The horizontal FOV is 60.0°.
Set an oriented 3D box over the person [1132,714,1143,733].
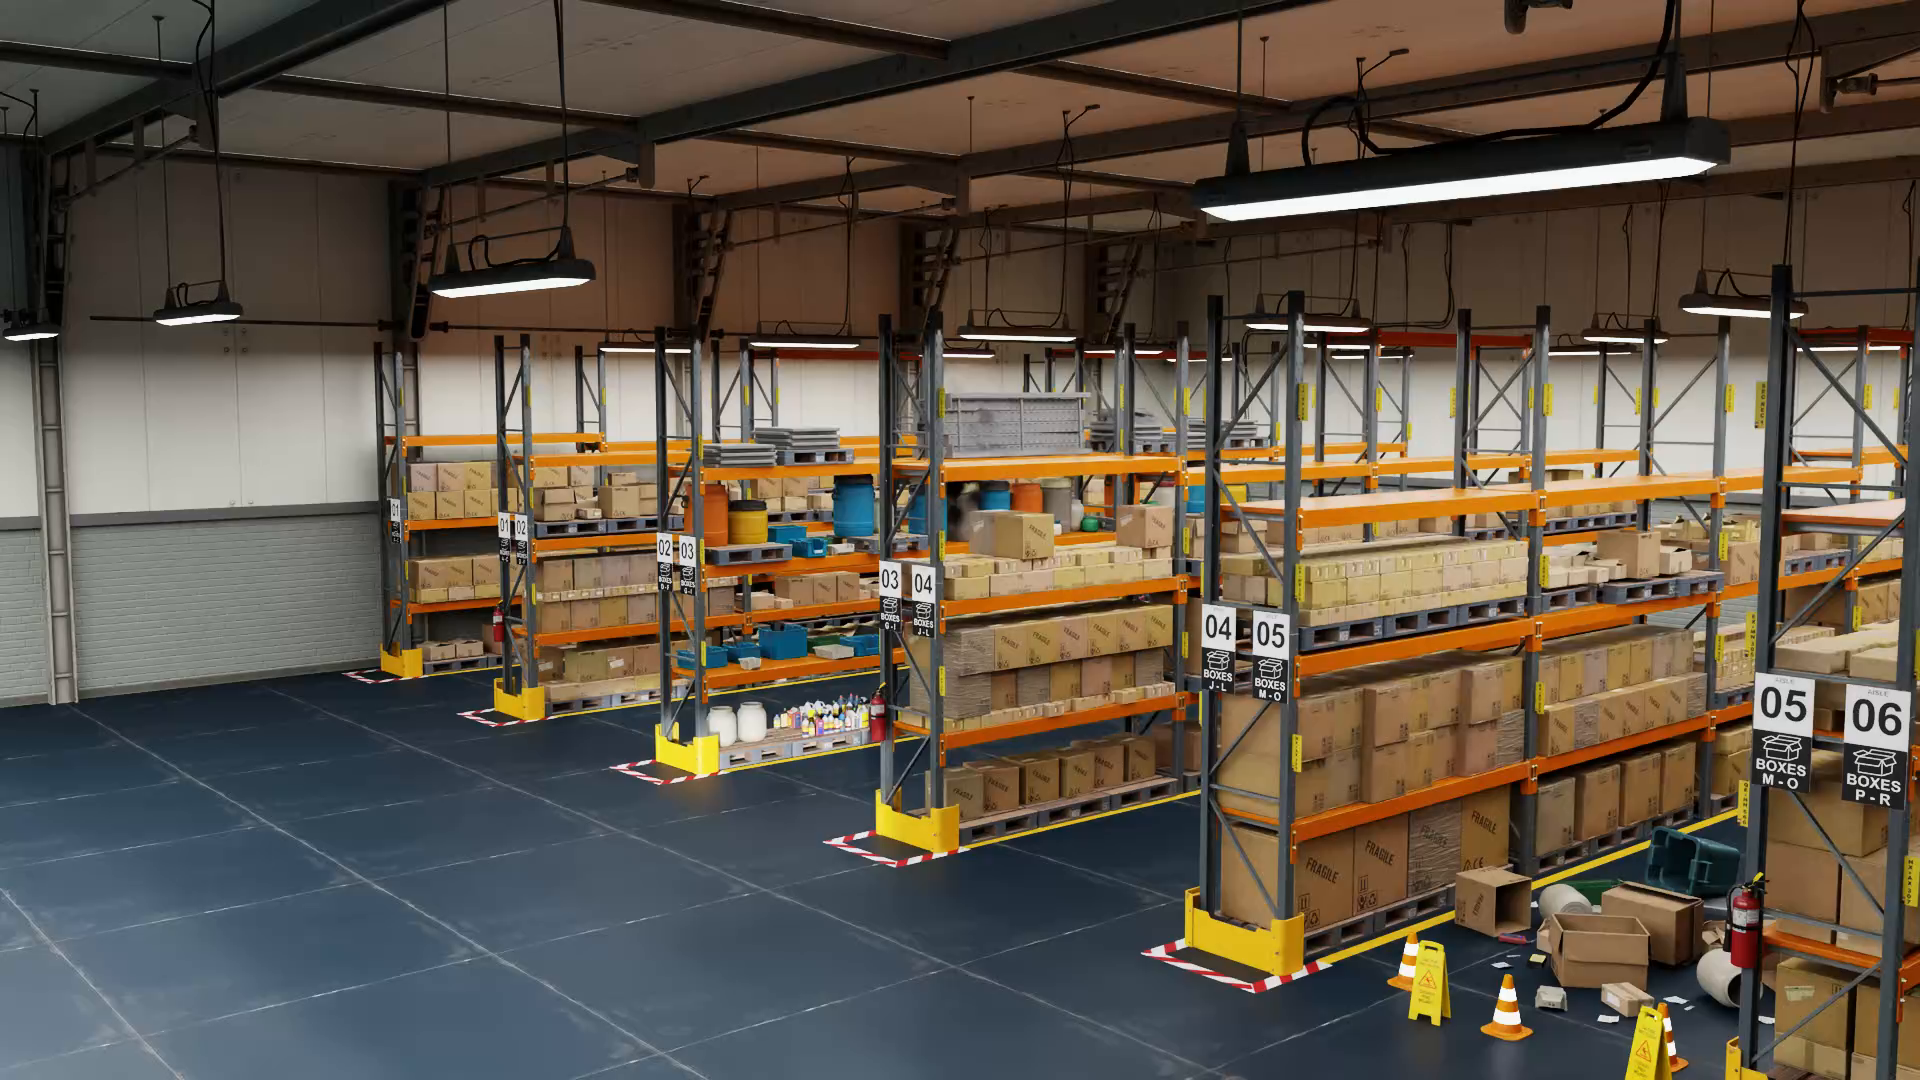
[{"bbox_3d":[2.403,1.888,23.735,0.658,1.835,0.782,5,7,41],"label":"person"}]
